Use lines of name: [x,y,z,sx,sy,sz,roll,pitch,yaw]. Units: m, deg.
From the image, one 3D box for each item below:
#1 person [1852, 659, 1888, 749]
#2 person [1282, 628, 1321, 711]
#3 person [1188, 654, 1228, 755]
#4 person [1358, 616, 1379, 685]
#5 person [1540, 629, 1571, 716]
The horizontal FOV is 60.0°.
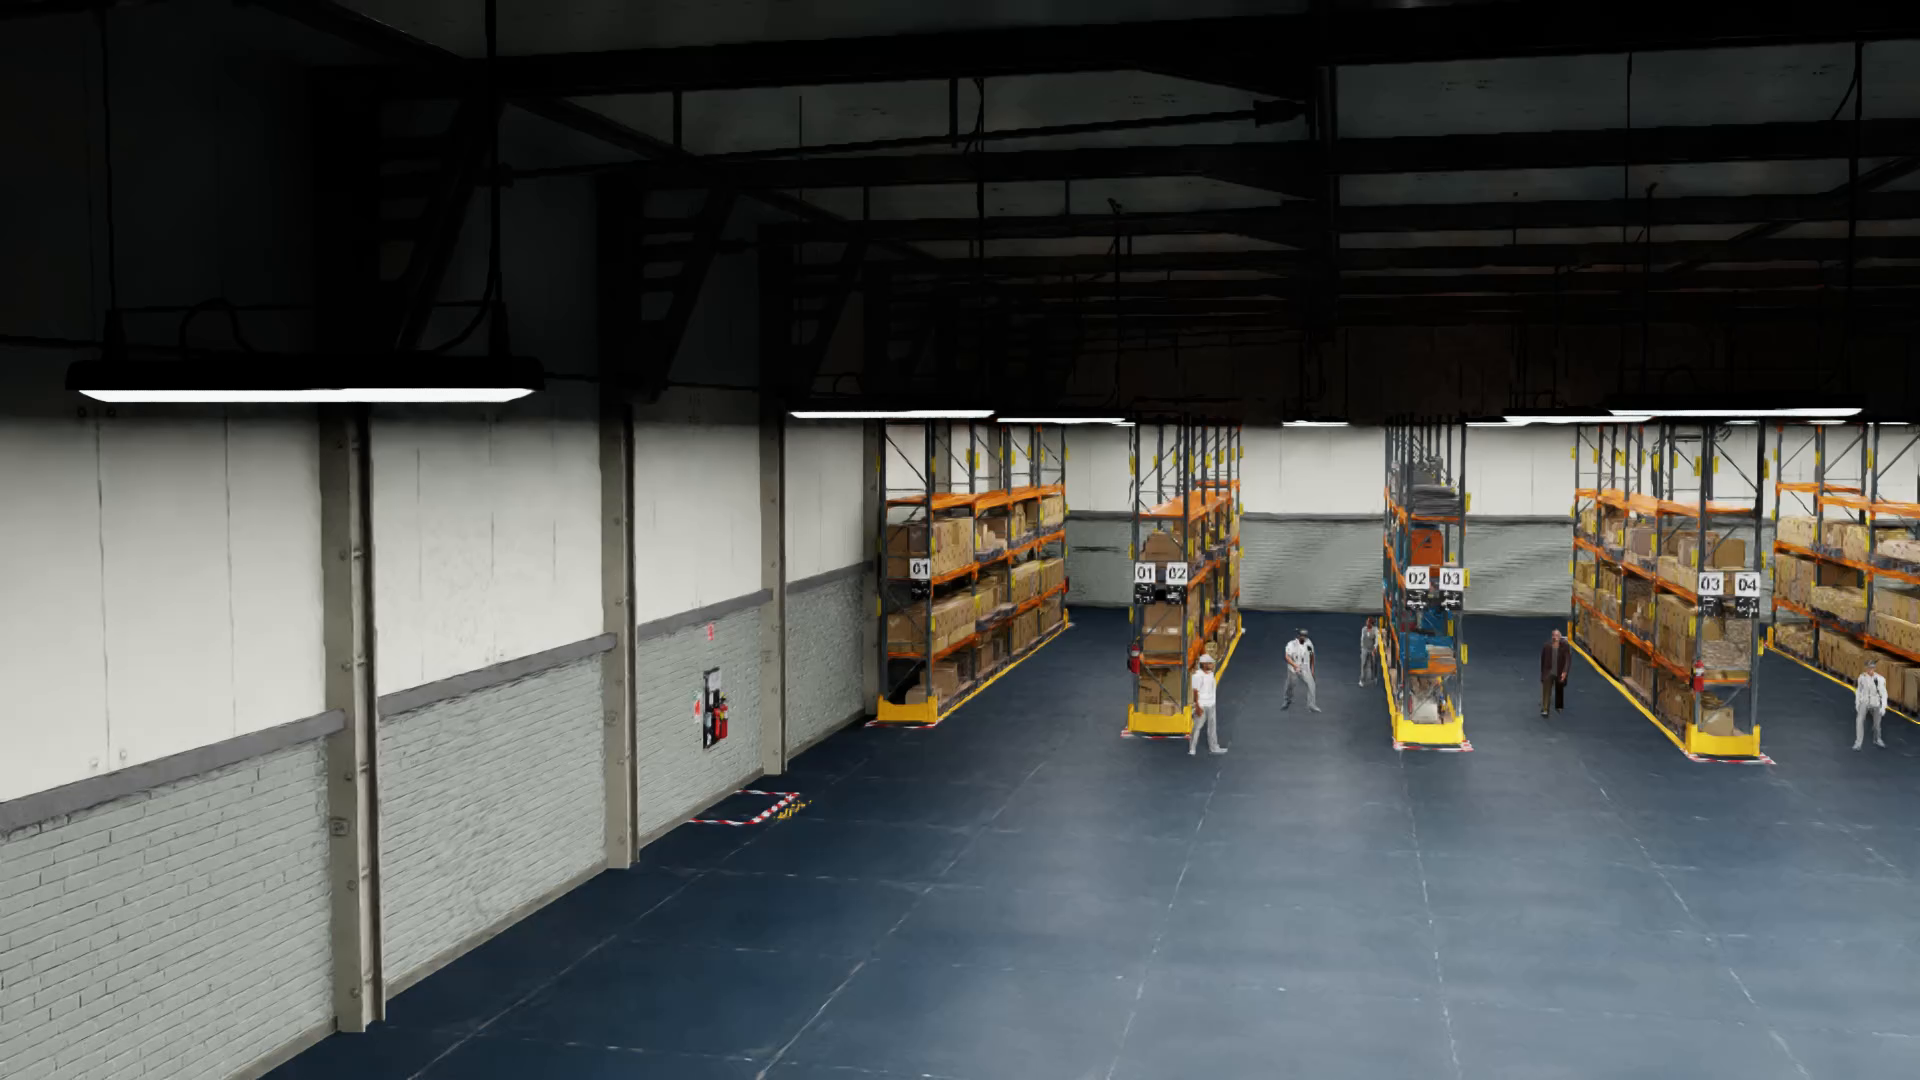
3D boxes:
person: [16.212,2.912,29.595,0.520,1.619,0.923,3,5,35]
person: [6.881,2.595,33.619,0.701,1.693,0.857,0,4,-3]
person: [4.297,2.863,29.025,0.499,1.761,0.704,4,5,44]
person: [9.099,2.445,36.927,0.408,1.533,0.961,2,4,22]
person: [11.796,2.620,32.943,0.573,1.716,1.103,2,4,22]
